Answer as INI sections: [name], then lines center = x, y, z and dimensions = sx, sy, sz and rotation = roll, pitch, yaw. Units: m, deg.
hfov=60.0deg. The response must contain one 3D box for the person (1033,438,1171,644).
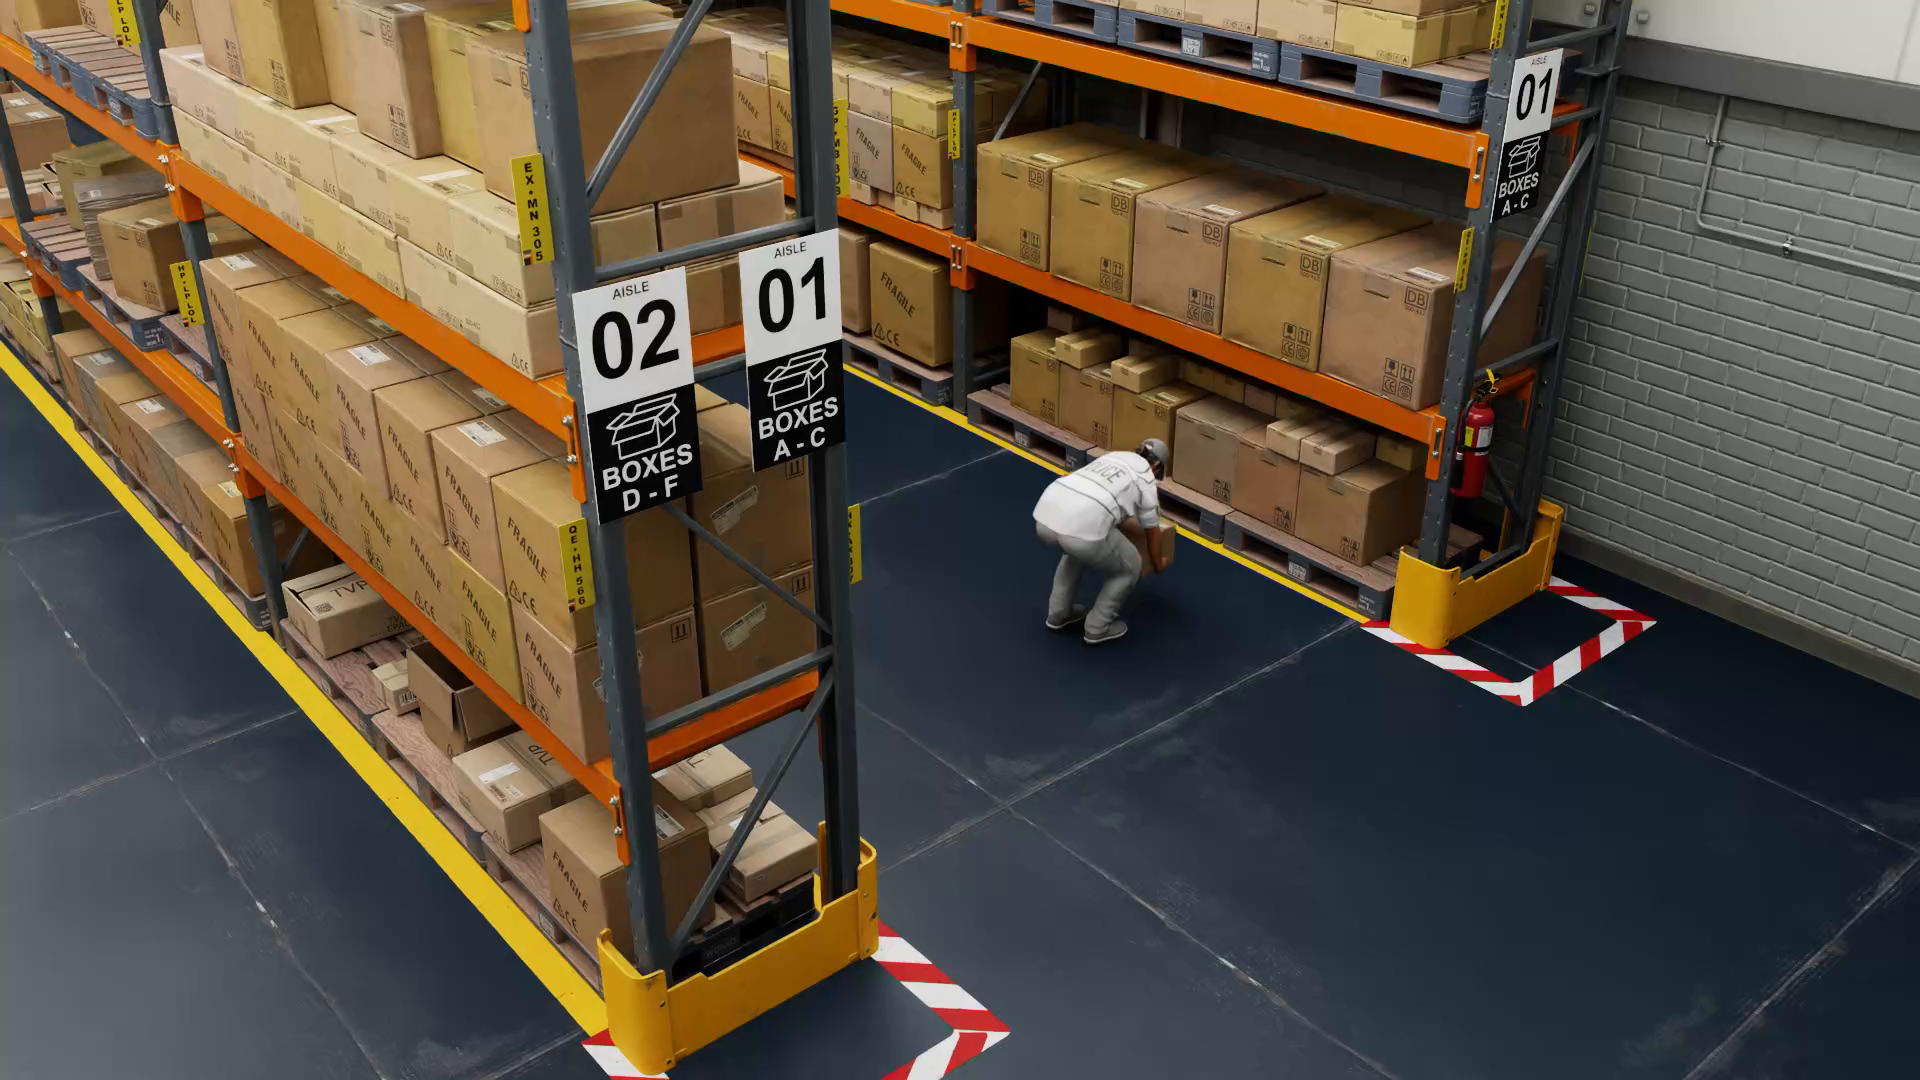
[person]
center = 0.815, 0.012, 9.271
dimensions = 0.938, 1.031, 0.504
rotation = -24, 37, -37
